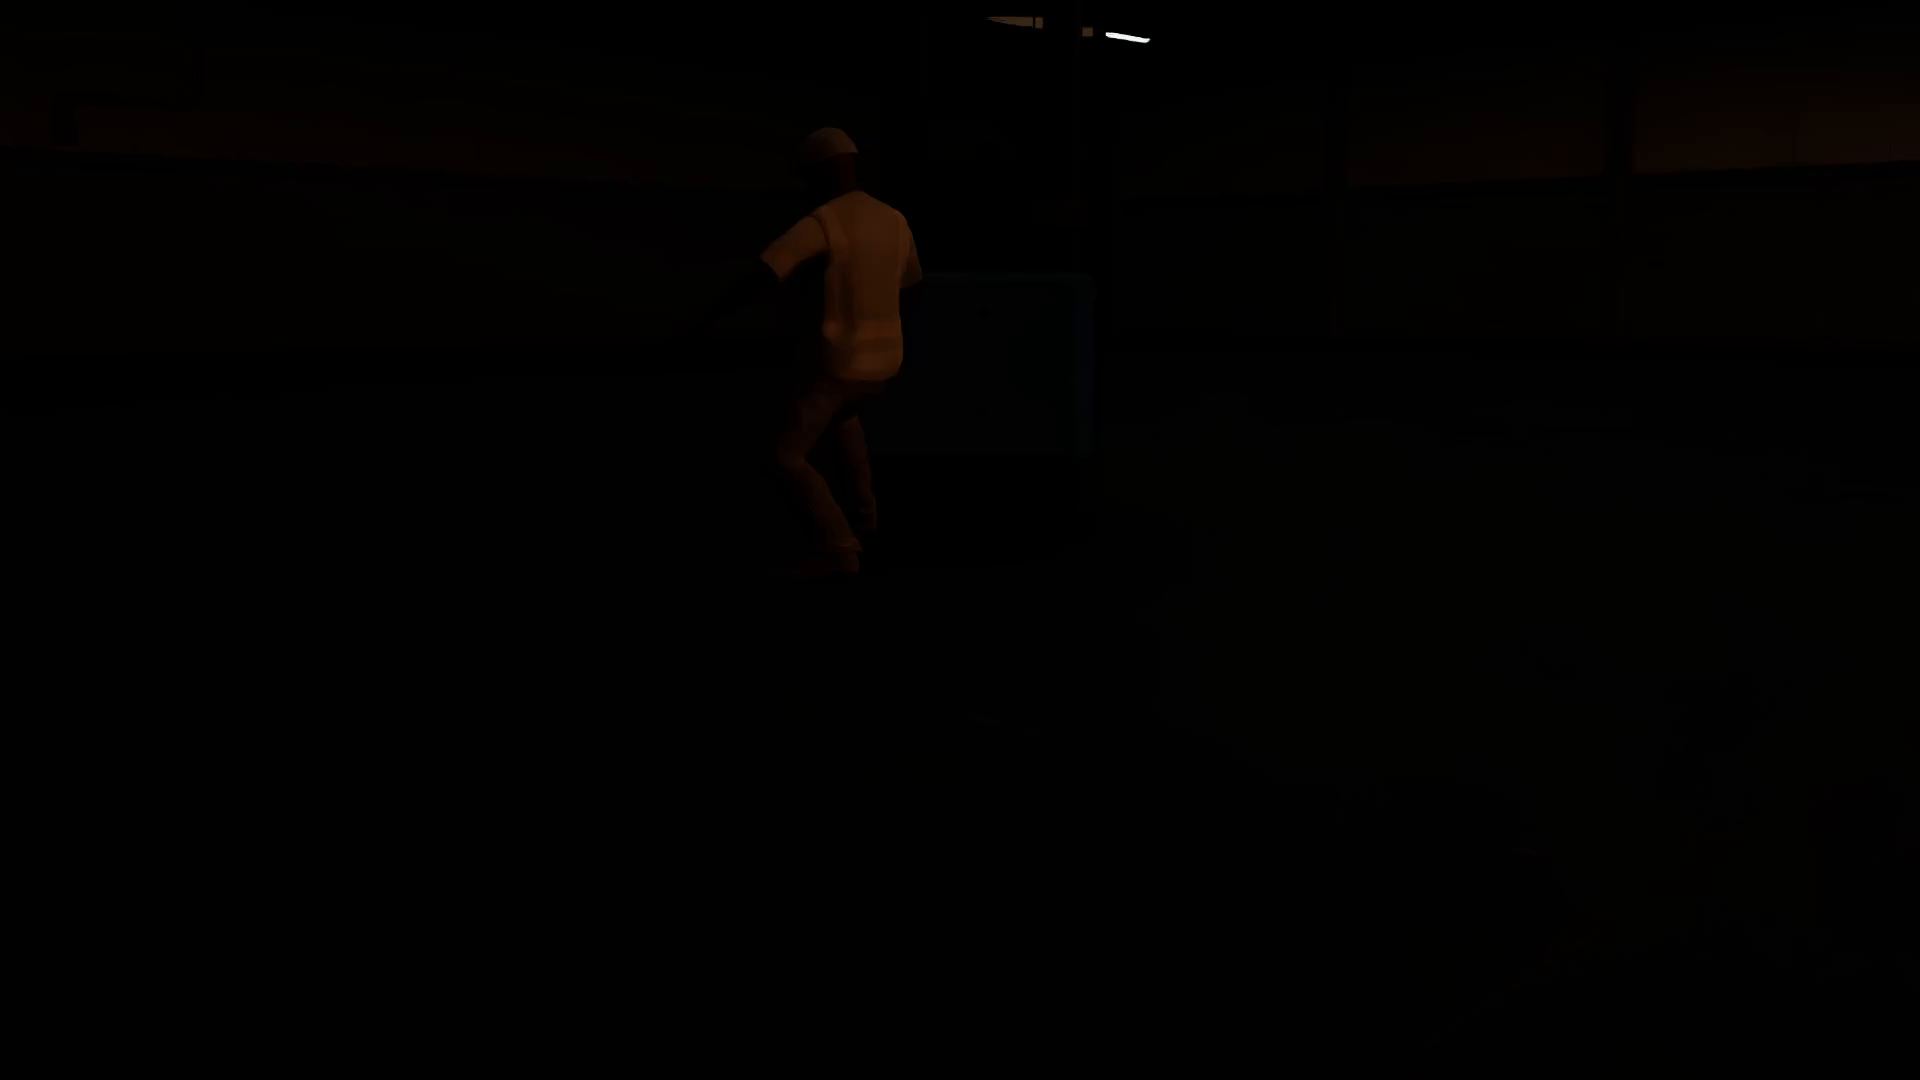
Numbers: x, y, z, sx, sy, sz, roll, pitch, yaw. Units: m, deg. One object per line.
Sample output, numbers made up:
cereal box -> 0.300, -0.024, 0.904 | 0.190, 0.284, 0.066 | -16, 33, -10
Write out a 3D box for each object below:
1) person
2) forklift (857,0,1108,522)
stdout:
person -> -0.531, -0.713, 6.218 | 0.863, 1.621, 1.036 | 7, 11, 40
forklift -> 0.172, -1.711, 8.235 | 1.130, 2.935, 3.031 | 1, 9, 5
